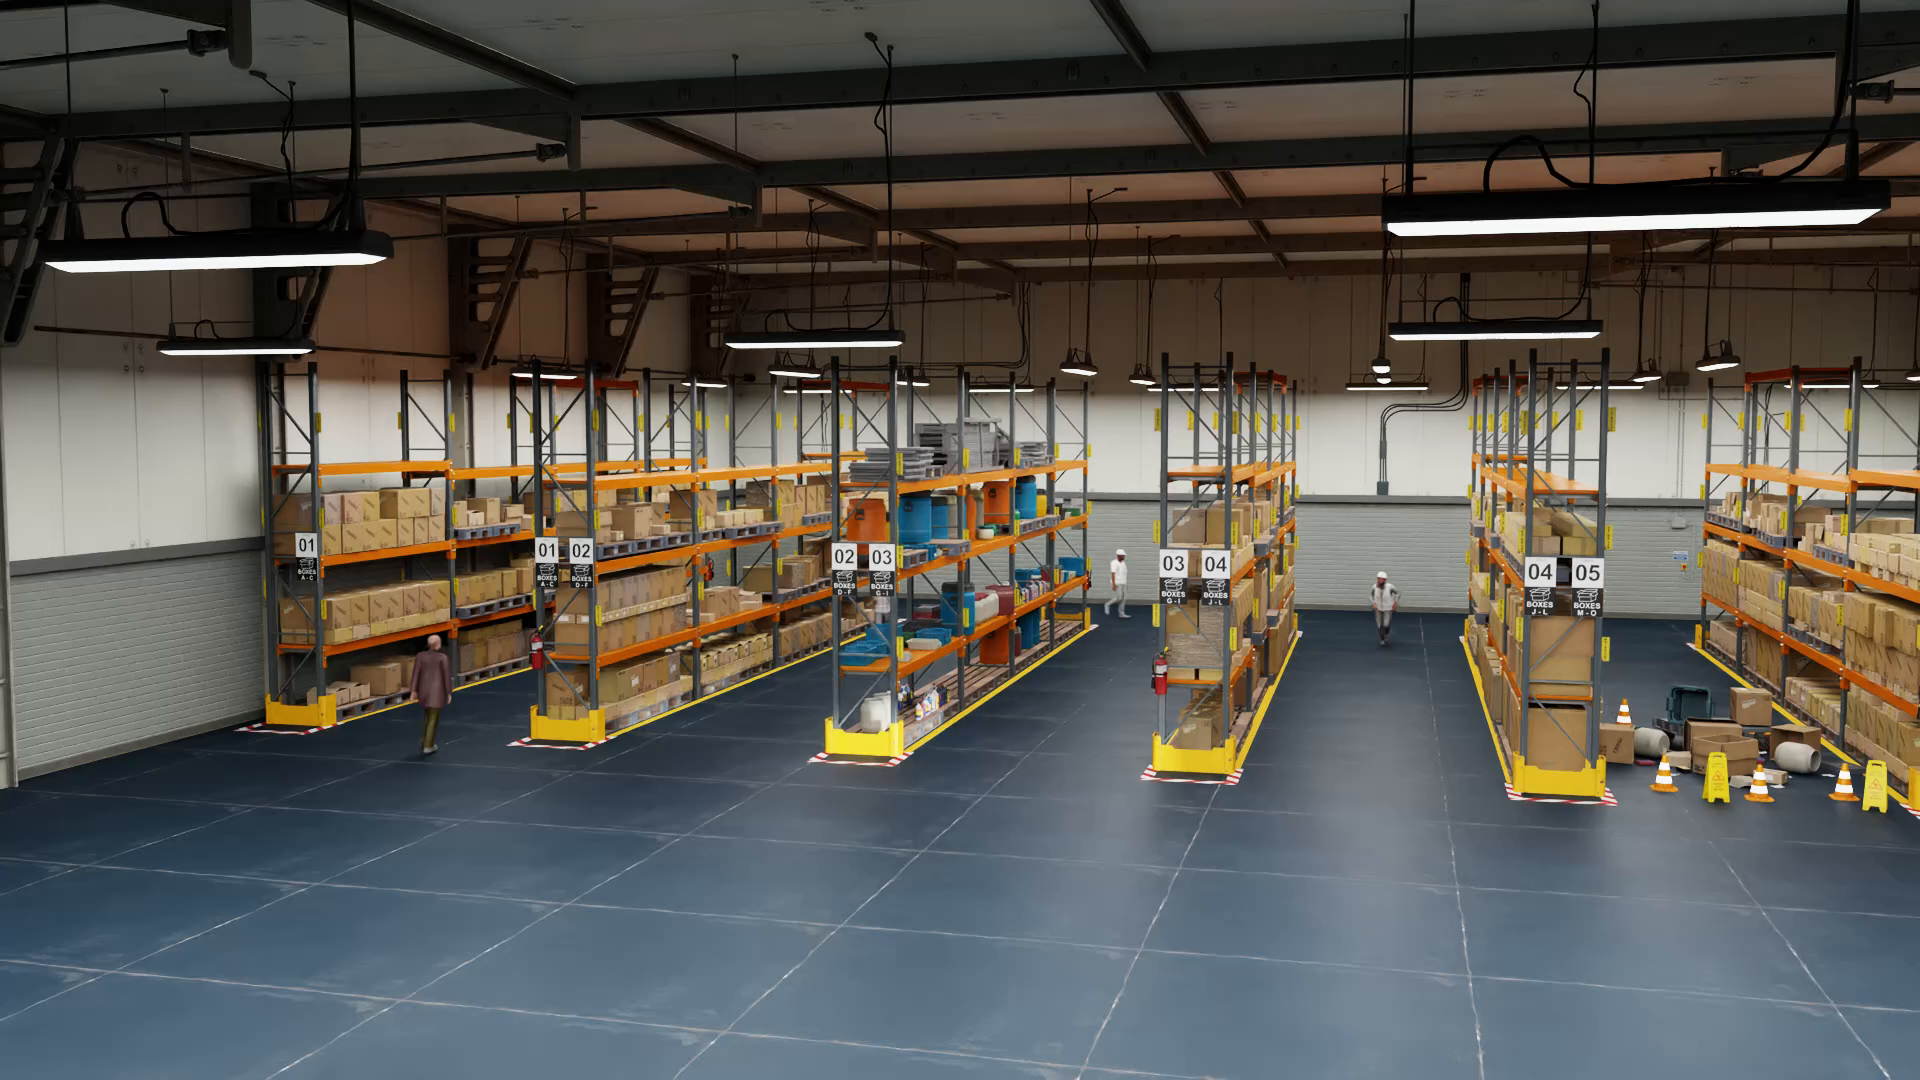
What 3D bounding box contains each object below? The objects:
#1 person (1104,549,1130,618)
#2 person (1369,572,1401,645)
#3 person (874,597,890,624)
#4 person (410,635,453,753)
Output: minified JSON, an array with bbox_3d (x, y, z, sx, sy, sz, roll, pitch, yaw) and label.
[{"bbox_3d":[4.032,1.116,42.569,0.635,1.763,0.624,3,5,36],"label":"person"},{"bbox_3d":[9.535,1.539,37.318,0.704,1.681,0.711,2,4,23],"label":"person"},{"bbox_3d":[-1.683,1.588,36.748,0.464,1.620,1.068,0,4,0],"label":"person"},{"bbox_3d":[-8.036,2.354,25.264,0.630,1.814,0.583,0,4,6],"label":"person"}]
